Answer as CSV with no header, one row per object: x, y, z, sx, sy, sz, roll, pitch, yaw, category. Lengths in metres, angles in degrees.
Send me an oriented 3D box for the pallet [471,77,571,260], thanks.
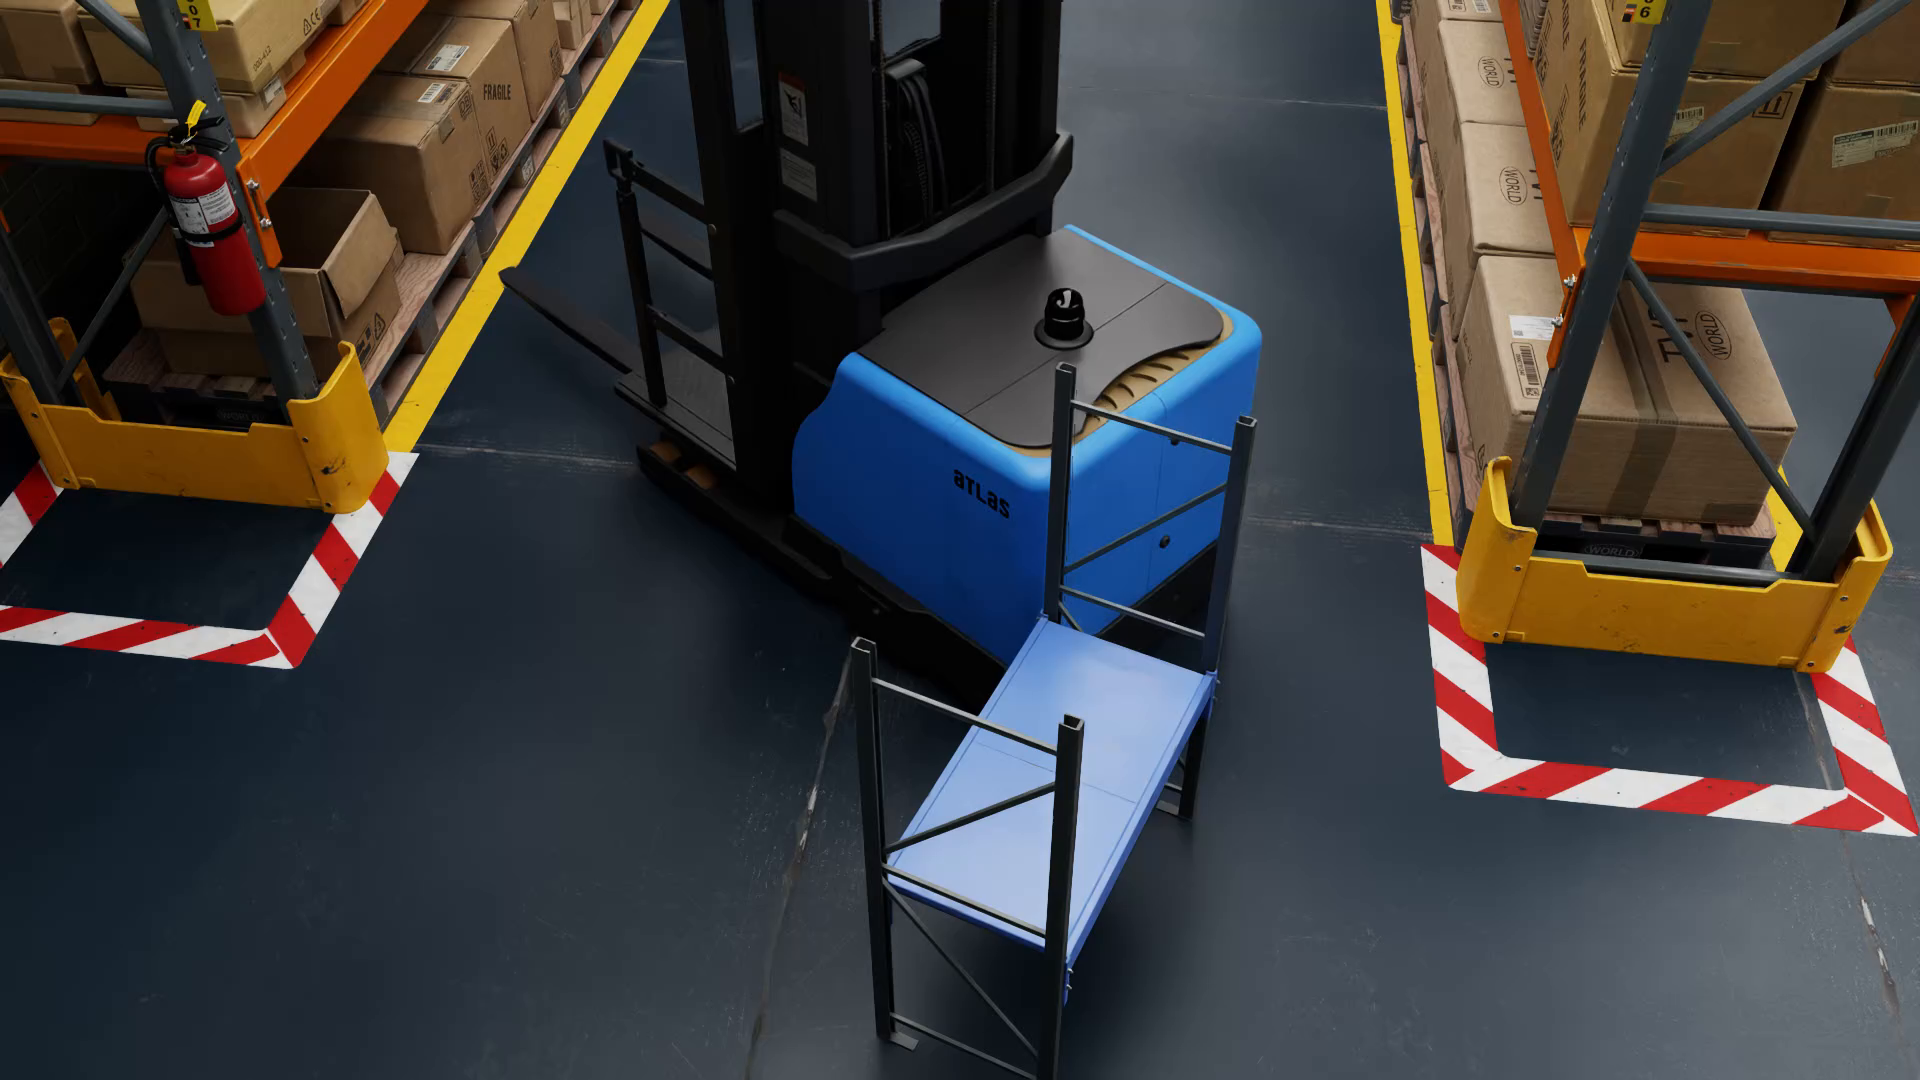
-2.403,-1.705,7.397,1.003,0.211,1.213,5,44,6,pallet

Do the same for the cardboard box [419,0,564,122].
-2.217,-2.233,7.439,0.700,0.500,0.500,4,44,4,cardboard box

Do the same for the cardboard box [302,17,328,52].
-2.377,-1.761,5.611,0.380,0.149,0.250,5,44,5,cardboard box

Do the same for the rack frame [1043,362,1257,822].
0.461,0.198,4.450,0.500,1.500,0.032,19,47,19,rack frame

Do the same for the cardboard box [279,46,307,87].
-2.378,-1.579,5.418,0.380,0.149,0.250,6,44,7,cardboard box

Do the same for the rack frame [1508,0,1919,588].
2.240,-0.845,4.460,1.000,3.000,0.127,5,44,6,rack frame

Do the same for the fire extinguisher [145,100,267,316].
-2.242,-0.987,4.939,0.296,0.674,0.183,5,44,6,fire extinguisher

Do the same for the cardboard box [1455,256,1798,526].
2.228,-0.526,5.681,0.875,0.438,0.875,4,44,4,cardboard box

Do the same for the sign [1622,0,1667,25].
1.704,-1.410,4.043,0.100,0.325,0.005,5,44,6,sign

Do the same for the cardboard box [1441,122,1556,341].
2.340,-1.150,6.341,0.875,0.438,0.875,6,44,7,cardboard box

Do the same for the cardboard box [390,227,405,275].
-2.411,-1.105,6.503,0.380,0.149,0.250,4,44,4,cardboard box

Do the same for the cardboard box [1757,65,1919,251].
2.588,-1.182,4.744,0.500,0.500,0.500,5,44,5,cardboard box

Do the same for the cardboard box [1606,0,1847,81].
2.067,-1.594,4.452,0.500,0.500,0.500,7,44,7,cardboard box

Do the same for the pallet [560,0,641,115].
-2.244,-2.539,8.278,1.003,0.211,1.213,5,44,6,pallet

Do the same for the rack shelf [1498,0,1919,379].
2.504,-1.946,6.147,1.077,0.370,4.000,5,44,6,rack shelf

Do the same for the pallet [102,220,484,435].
-2.566,-0.876,6.522,1.003,0.211,1.213,5,44,6,pallet

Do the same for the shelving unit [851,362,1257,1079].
0.236,0.511,4.119,0.538,1.500,1.048,19,47,19,shelving unit

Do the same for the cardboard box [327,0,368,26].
-2.283,-1.928,5.787,0.380,0.149,0.250,7,44,7,cardboard box

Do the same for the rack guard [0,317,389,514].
-2.671,-0.437,5.848,1.175,0.500,0.348,5,44,6,rack guard

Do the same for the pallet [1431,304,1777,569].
2.268,-0.384,6.002,1.003,0.211,1.213,5,44,6,pallet

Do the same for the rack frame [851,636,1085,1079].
0.010,0.825,3.788,0.500,1.500,0.032,19,47,19,rack frame

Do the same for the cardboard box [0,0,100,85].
-2.883,-1.684,5.240,0.500,0.250,0.500,6,44,7,cardboard box

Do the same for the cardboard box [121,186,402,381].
-2.506,-0.947,6.079,0.797,0.503,0.637,4,44,4,cardboard box

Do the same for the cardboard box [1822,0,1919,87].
2.585,-1.545,4.400,0.500,0.500,0.500,4,44,5,cardboard box

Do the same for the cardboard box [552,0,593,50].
-1.982,-2.529,7.923,0.396,0.266,0.258,7,44,7,cardboard box

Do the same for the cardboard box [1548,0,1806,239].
2.041,-1.234,4.799,0.500,0.500,0.500,5,44,6,cardboard box

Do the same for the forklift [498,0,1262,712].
-0.502,-1.391,5.088,3.031,2.935,1.130,34,53,30,forklift

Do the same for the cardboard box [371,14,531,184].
-2.186,-1.876,7.063,0.500,0.500,0.500,6,44,6,cardboard box

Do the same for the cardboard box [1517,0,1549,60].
2.181,-1.926,5.529,0.500,0.500,0.500,6,44,7,cardboard box

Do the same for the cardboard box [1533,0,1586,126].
2.122,-1.574,5.158,0.500,0.500,0.500,4,44,5,cardboard box

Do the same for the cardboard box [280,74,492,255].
-2.355,-1.525,6.692,0.700,0.500,0.500,7,44,7,cardboard box

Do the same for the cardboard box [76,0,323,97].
-2.354,-1.631,5.184,0.500,0.250,0.500,5,44,6,cardboard box

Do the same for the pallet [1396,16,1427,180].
2.590,-2.047,7.758,1.003,0.211,1.213,5,44,6,pallet

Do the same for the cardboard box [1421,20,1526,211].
2.461,-1.764,6.990,0.875,0.438,0.875,4,44,4,cardboard box

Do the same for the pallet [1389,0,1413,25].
2.796,-3.091,8.861,1.003,0.211,1.213,5,44,6,pallet

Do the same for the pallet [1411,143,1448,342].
2.432,-1.213,6.878,1.003,0.211,1.213,5,44,6,pallet

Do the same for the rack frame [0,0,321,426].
-2.681,-1.293,4.934,1.000,3.000,0.127,5,44,6,rack frame

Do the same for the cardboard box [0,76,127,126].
-2.903,-1.452,5.285,0.380,0.149,0.250,5,44,5,cardboard box

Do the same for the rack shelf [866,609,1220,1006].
0.236,0.642,4.243,0.538,0.185,1.000,19,47,19,rack shelf

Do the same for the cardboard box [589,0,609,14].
-1.935,-2.730,8.220,0.380,0.149,0.250,4,44,4,cardboard box

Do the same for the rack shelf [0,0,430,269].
-2.417,-2.395,6.621,1.077,0.370,4.000,5,44,6,rack shelf

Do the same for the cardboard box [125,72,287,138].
-2.366,-1.401,5.231,0.380,0.149,0.250,5,44,5,cardboard box

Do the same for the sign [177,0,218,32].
-2.143,-1.558,4.584,0.100,0.325,0.005,5,44,6,sign

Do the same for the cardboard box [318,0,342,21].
-2.287,-1.975,5.547,0.500,0.250,0.500,6,44,6,cardboard box

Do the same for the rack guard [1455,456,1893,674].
2.236,0.079,5.302,1.175,0.500,0.348,5,44,6,rack guard

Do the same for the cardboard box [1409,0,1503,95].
2.579,-2.375,7.634,0.875,0.438,0.875,5,44,5,cardboard box
